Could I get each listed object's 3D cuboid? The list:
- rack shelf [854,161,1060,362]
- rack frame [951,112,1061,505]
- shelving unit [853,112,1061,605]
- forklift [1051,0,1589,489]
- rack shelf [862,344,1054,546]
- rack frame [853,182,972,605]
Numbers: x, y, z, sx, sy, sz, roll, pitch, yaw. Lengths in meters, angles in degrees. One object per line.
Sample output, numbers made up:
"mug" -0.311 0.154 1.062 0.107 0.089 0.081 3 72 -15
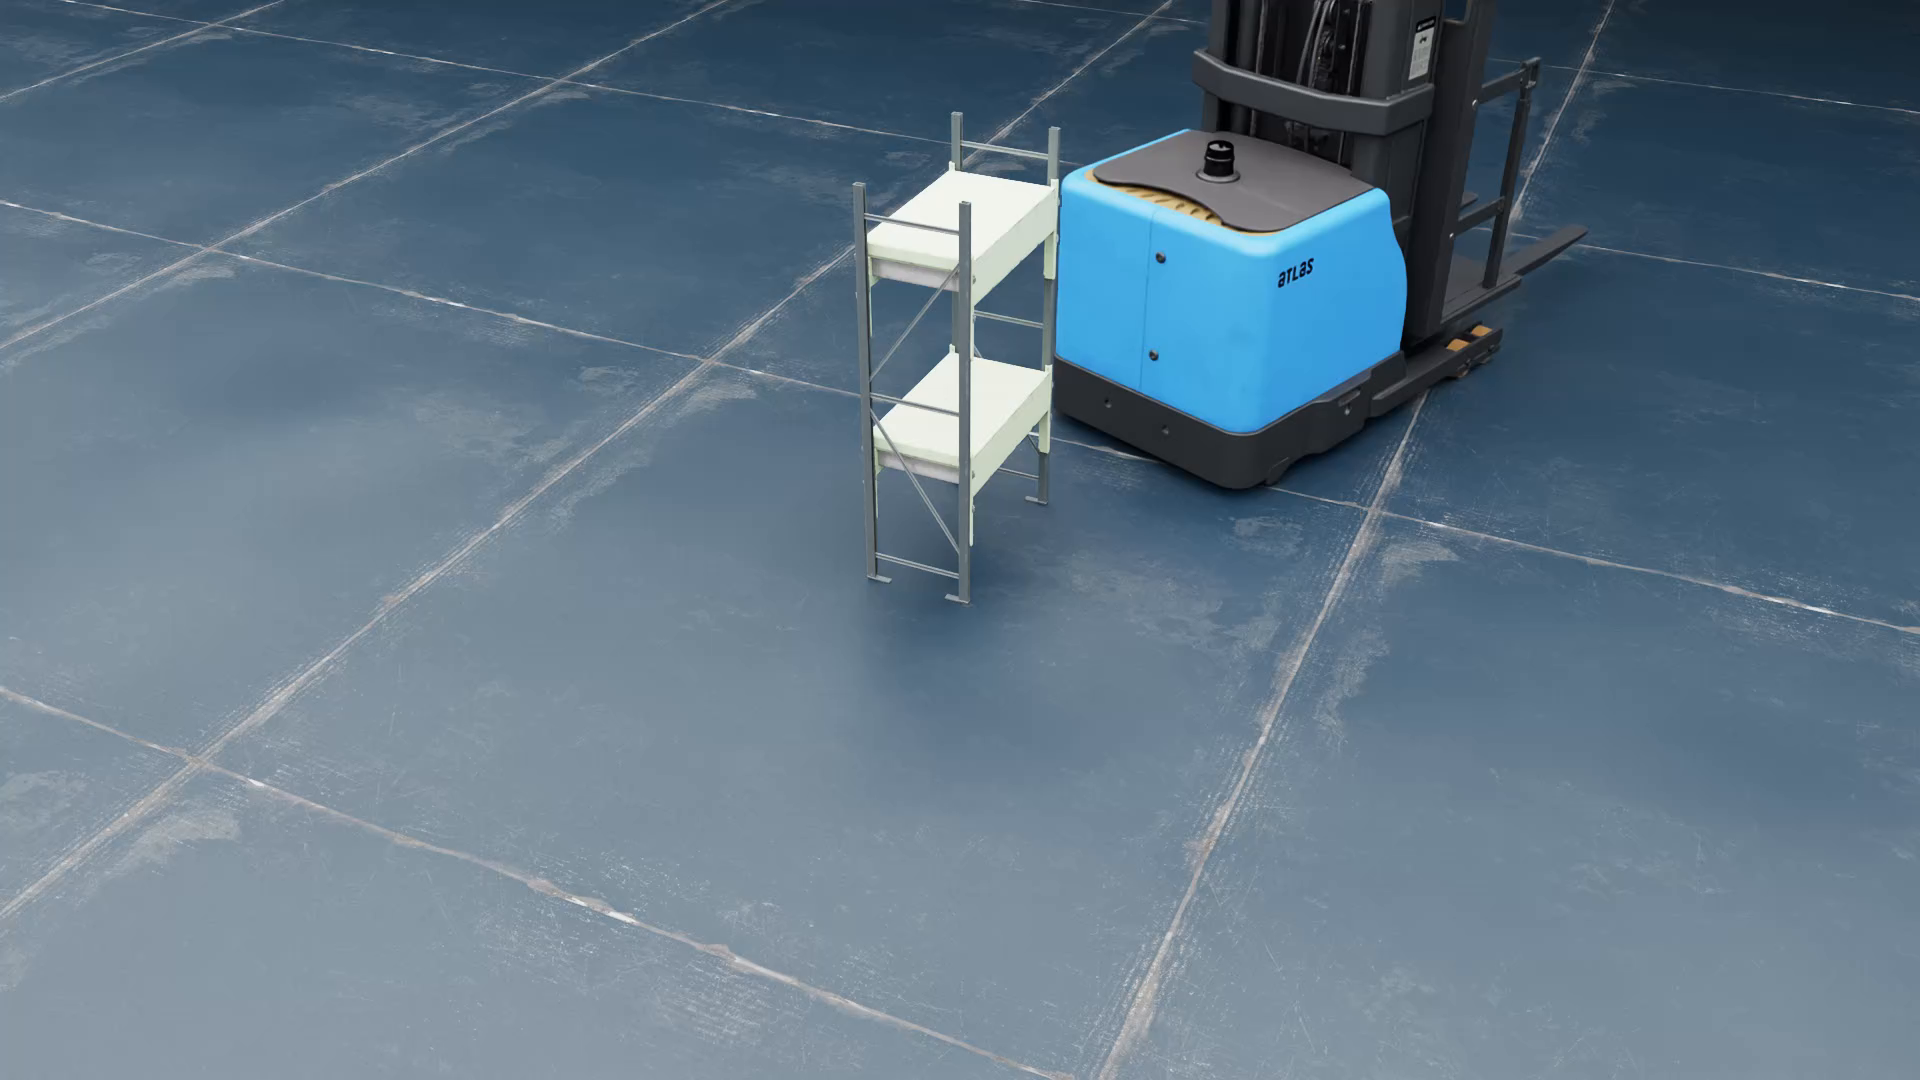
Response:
"rack shelf" 0.003 -0.957 5.630 0.431 0.370 0.720 14 36 20
"rack frame" 0.156 -0.813 6.122 0.400 1.500 0.023 14 36 20
"shelving unit" 0.003 -0.631 5.844 0.431 1.500 0.755 14 36 20
"forklift" 1.783 -2.125 6.817 3.031 2.935 1.130 -28 43 -36
"rack shelf" 0.003 -0.358 6.023 0.431 0.370 0.720 14 36 20
"rack frame" -0.150 -0.448 5.566 0.400 1.500 0.023 14 36 20
